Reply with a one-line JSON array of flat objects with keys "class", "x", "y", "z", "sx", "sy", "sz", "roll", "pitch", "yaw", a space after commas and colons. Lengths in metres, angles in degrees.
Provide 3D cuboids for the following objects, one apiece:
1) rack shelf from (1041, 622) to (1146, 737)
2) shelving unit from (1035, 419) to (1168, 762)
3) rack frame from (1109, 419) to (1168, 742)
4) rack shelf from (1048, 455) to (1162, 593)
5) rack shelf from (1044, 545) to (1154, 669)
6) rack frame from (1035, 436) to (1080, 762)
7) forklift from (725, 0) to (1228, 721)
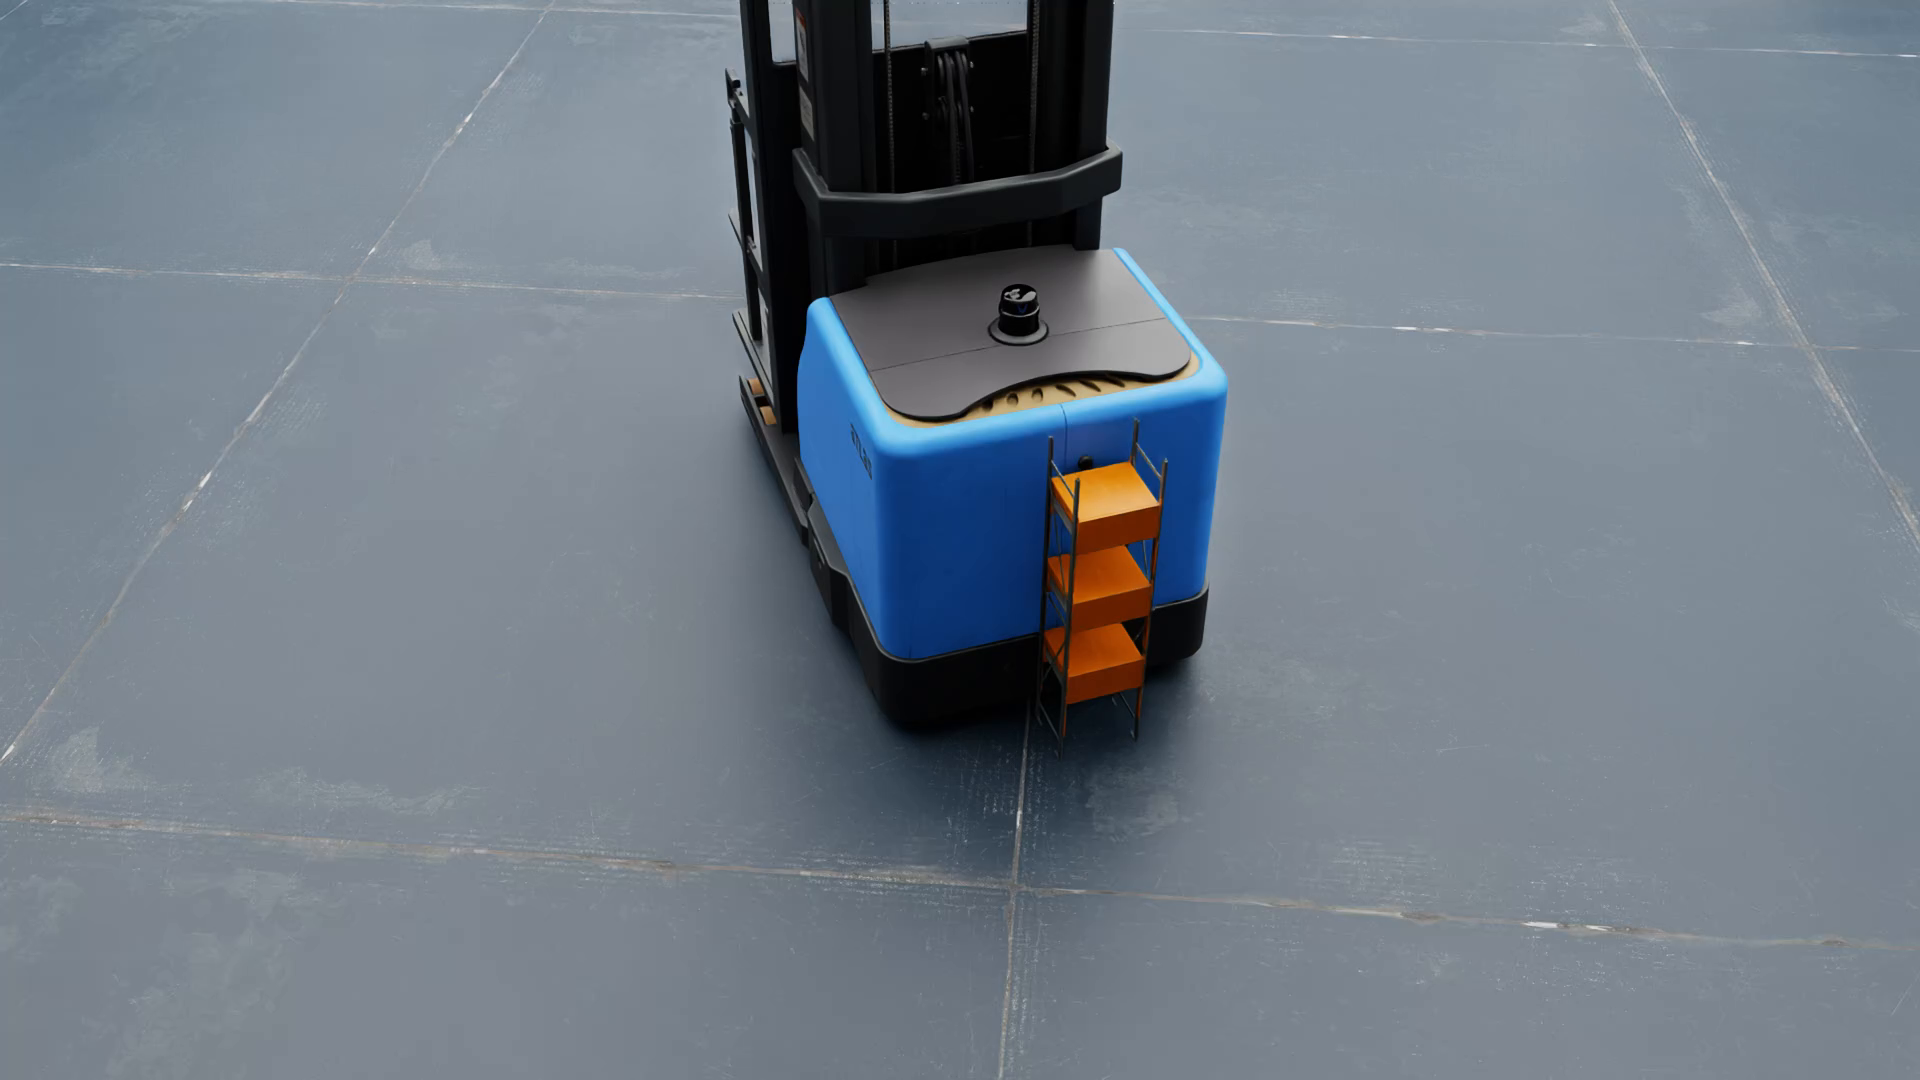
[{"class": "rack shelf", "x": 0.380, "y": 0.386, "z": 4.846, "sx": 0.240, "sy": 0.259, "sz": 0.215, "roll": -12, "pitch": 42, "yaw": -15}, {"class": "shelving unit", "x": 0.382, "y": 0.165, "z": 4.660, "sx": 0.252, "sy": 1.050, "sz": 0.215, "roll": -12, "pitch": 42, "yaw": -15}, {"class": "rack frame", "x": 0.497, "y": 0.140, "z": 4.691, "sx": 0.008, "sy": 1.050, "sz": 0.200, "roll": -12, "pitch": 42, "yaw": -15}, {"class": "rack shelf", "x": 0.383, "y": -0.044, "z": 4.484, "sx": 0.240, "sy": 0.259, "sz": 0.215, "roll": -12, "pitch": 42, "yaw": -15}, {"class": "rack shelf", "x": 0.382, "y": 0.173, "z": 4.667, "sx": 0.240, "sy": 0.259, "sz": 0.215, "roll": -12, "pitch": 42, "yaw": -15}, {"class": "rack frame", "x": 0.267, "y": 0.191, "z": 4.629, "sx": 0.008, "sy": 1.050, "sz": 0.200, "roll": -12, "pitch": 42, "yaw": -15}, {"class": "forklift", "x": -0.186, "y": -1.537, "z": 5.265, "sx": 1.130, "sy": 2.935, "sz": 3.031, "roll": -12, "pitch": 41, "yaw": -14}]
